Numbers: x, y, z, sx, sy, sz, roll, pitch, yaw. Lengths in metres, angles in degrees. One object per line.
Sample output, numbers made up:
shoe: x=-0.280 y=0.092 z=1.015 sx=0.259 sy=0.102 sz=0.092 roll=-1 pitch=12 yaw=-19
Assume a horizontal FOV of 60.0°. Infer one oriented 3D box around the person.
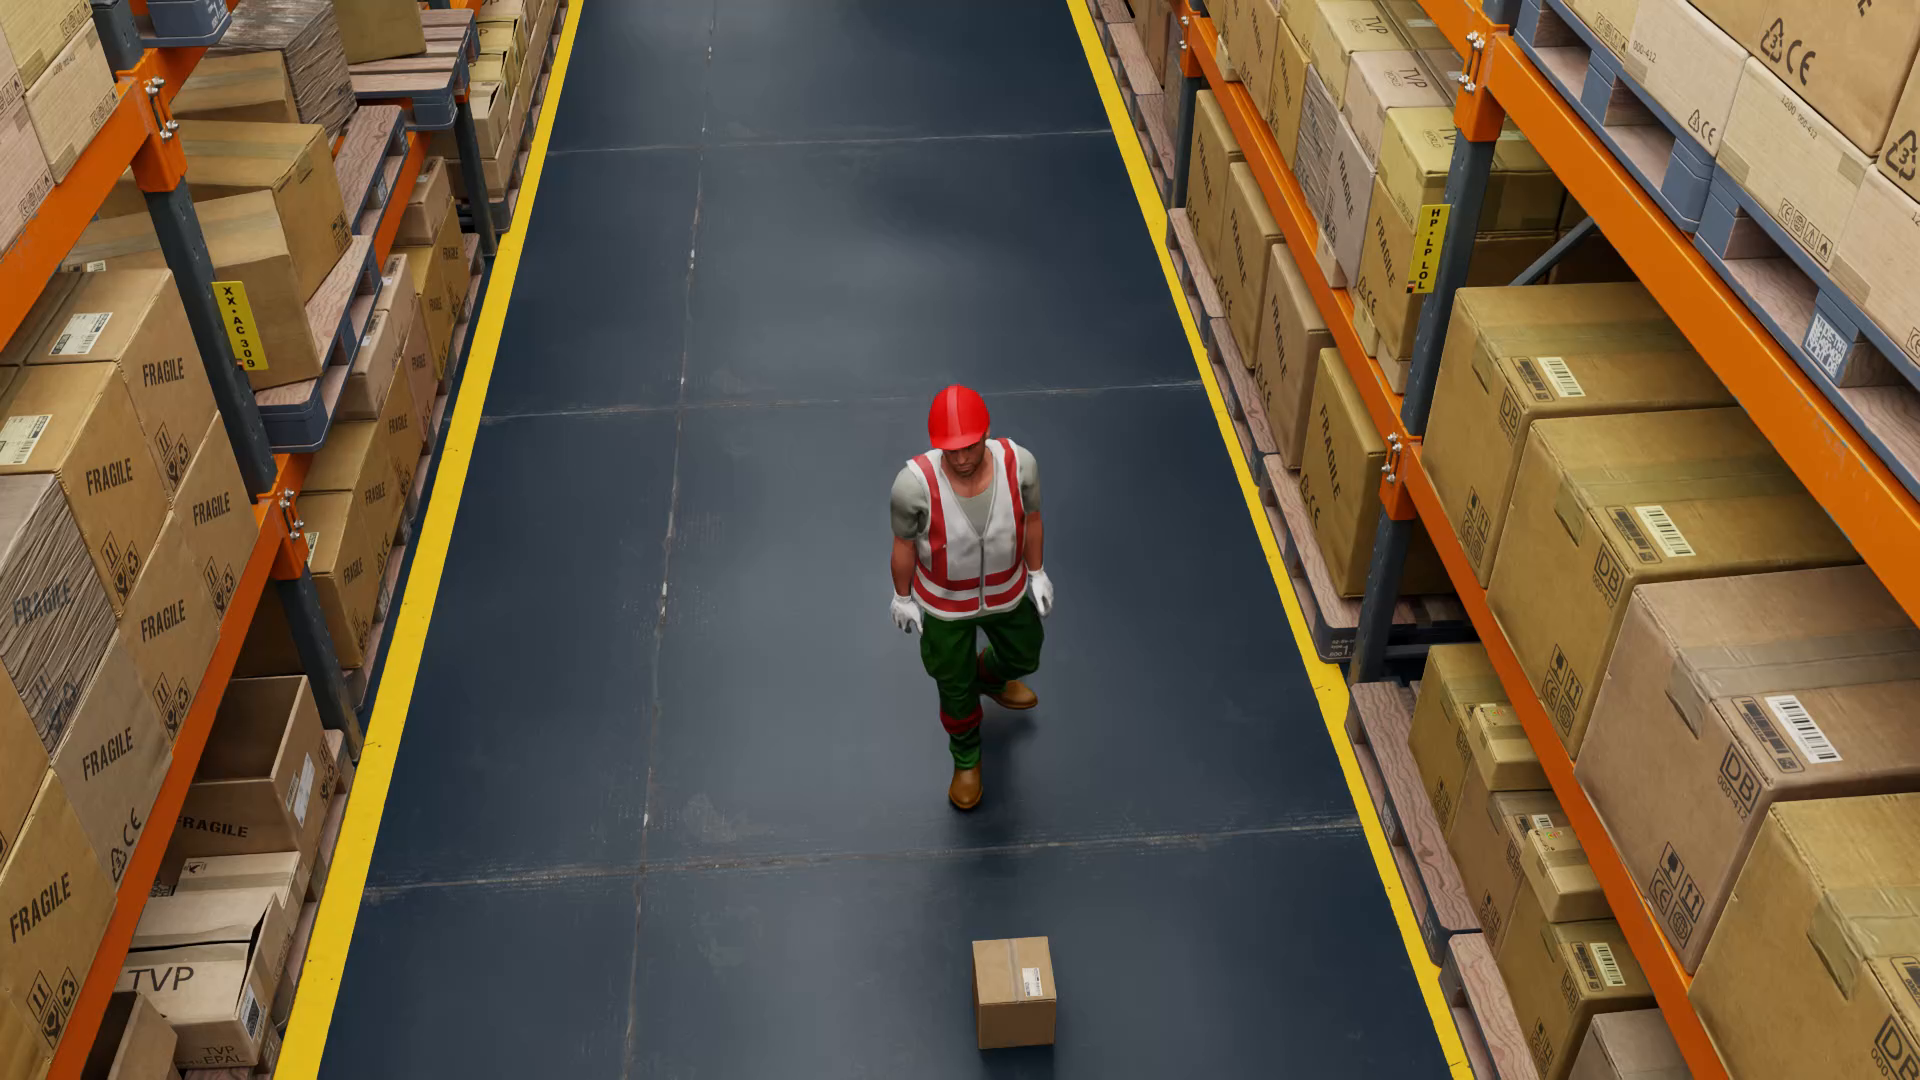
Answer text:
person: x=0.047 y=0.139 z=5.946 sx=0.622 sy=1.785 sz=0.601 roll=-11 pitch=40 yaw=-13
